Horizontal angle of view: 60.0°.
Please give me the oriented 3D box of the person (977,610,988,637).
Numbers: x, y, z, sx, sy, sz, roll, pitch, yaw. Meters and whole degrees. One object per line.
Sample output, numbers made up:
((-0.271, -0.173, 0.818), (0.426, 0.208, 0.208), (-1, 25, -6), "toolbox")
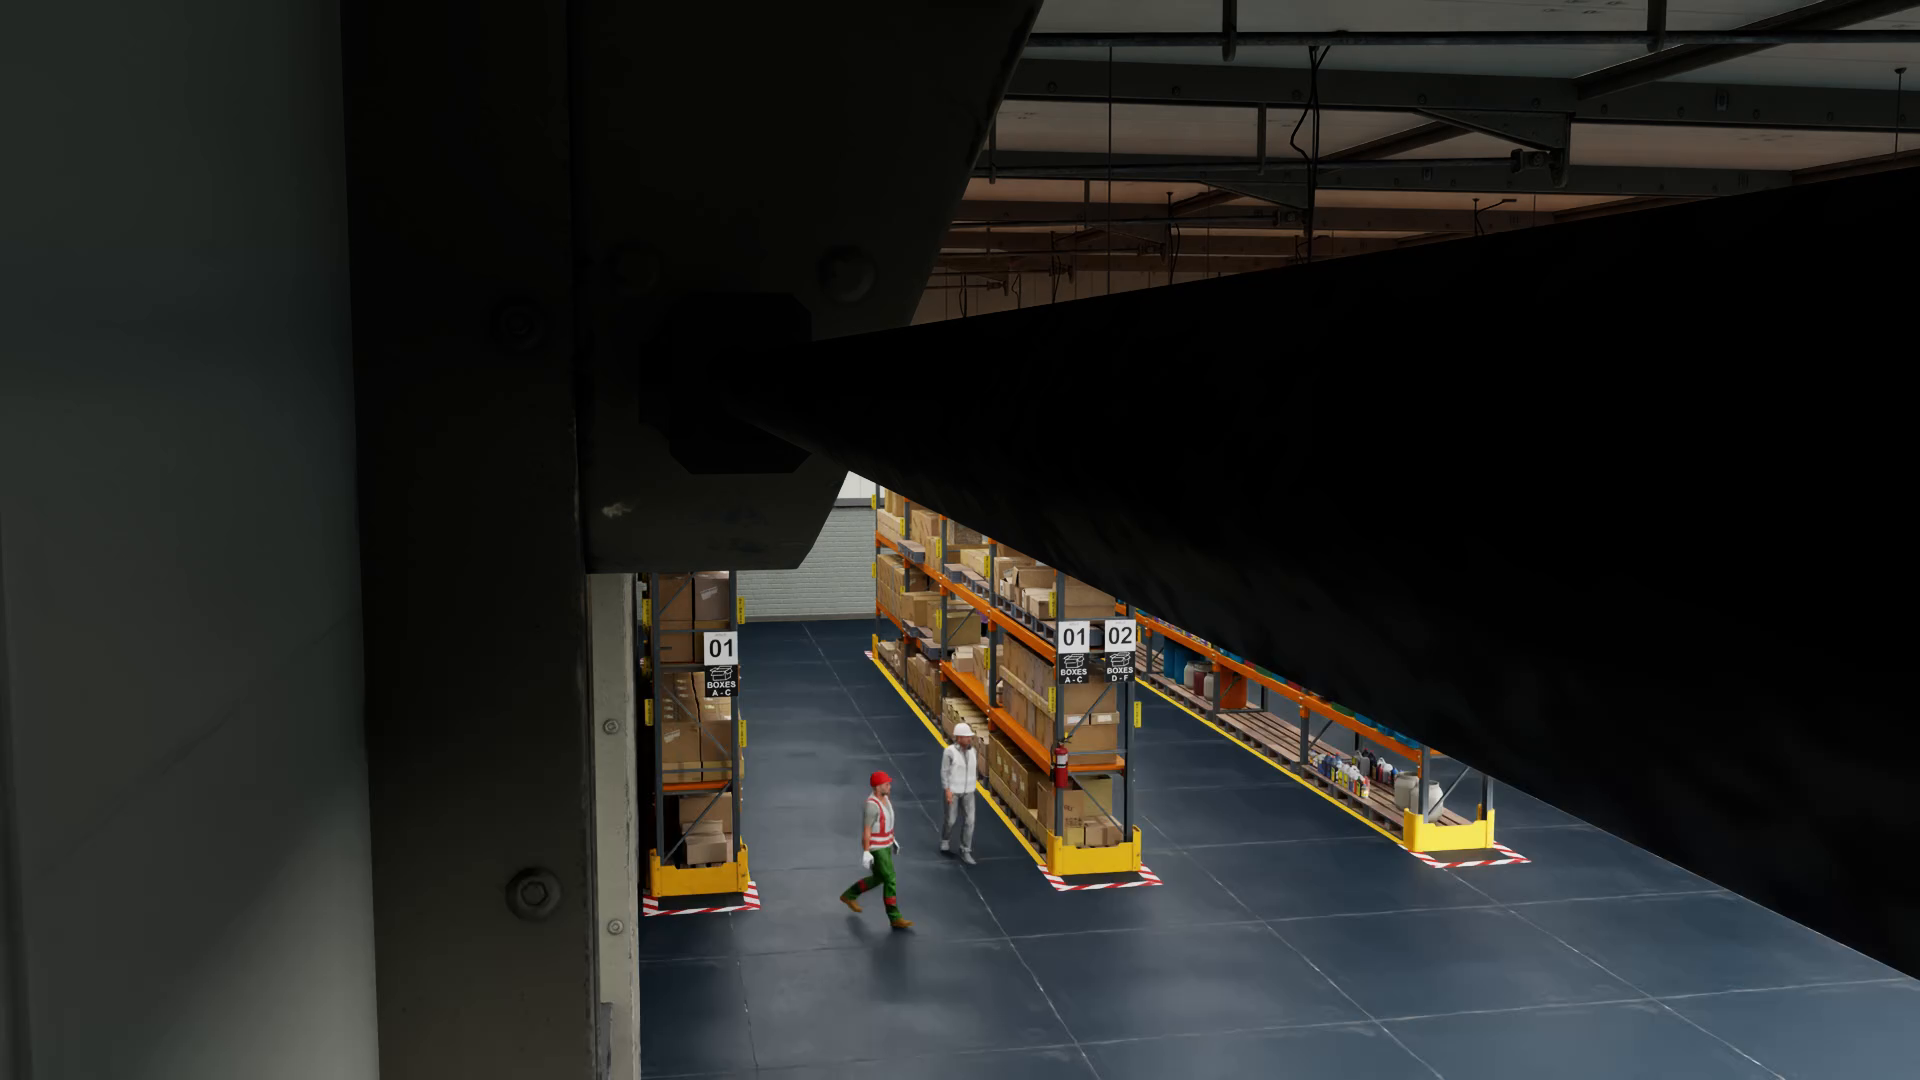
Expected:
((0.479, 1.796, 36.498), (0.419, 1.538, 0.972), (-1, 6, -13), "person")

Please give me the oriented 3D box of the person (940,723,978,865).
((0.014, 3.261, 21.585), (0.612, 1.770, 0.768), (-4, 7, -32), "person")

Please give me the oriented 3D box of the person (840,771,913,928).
((-0.943, 3.505, 19.020), (0.962, 1.760, 0.604), (2, 6, 18), "person")
